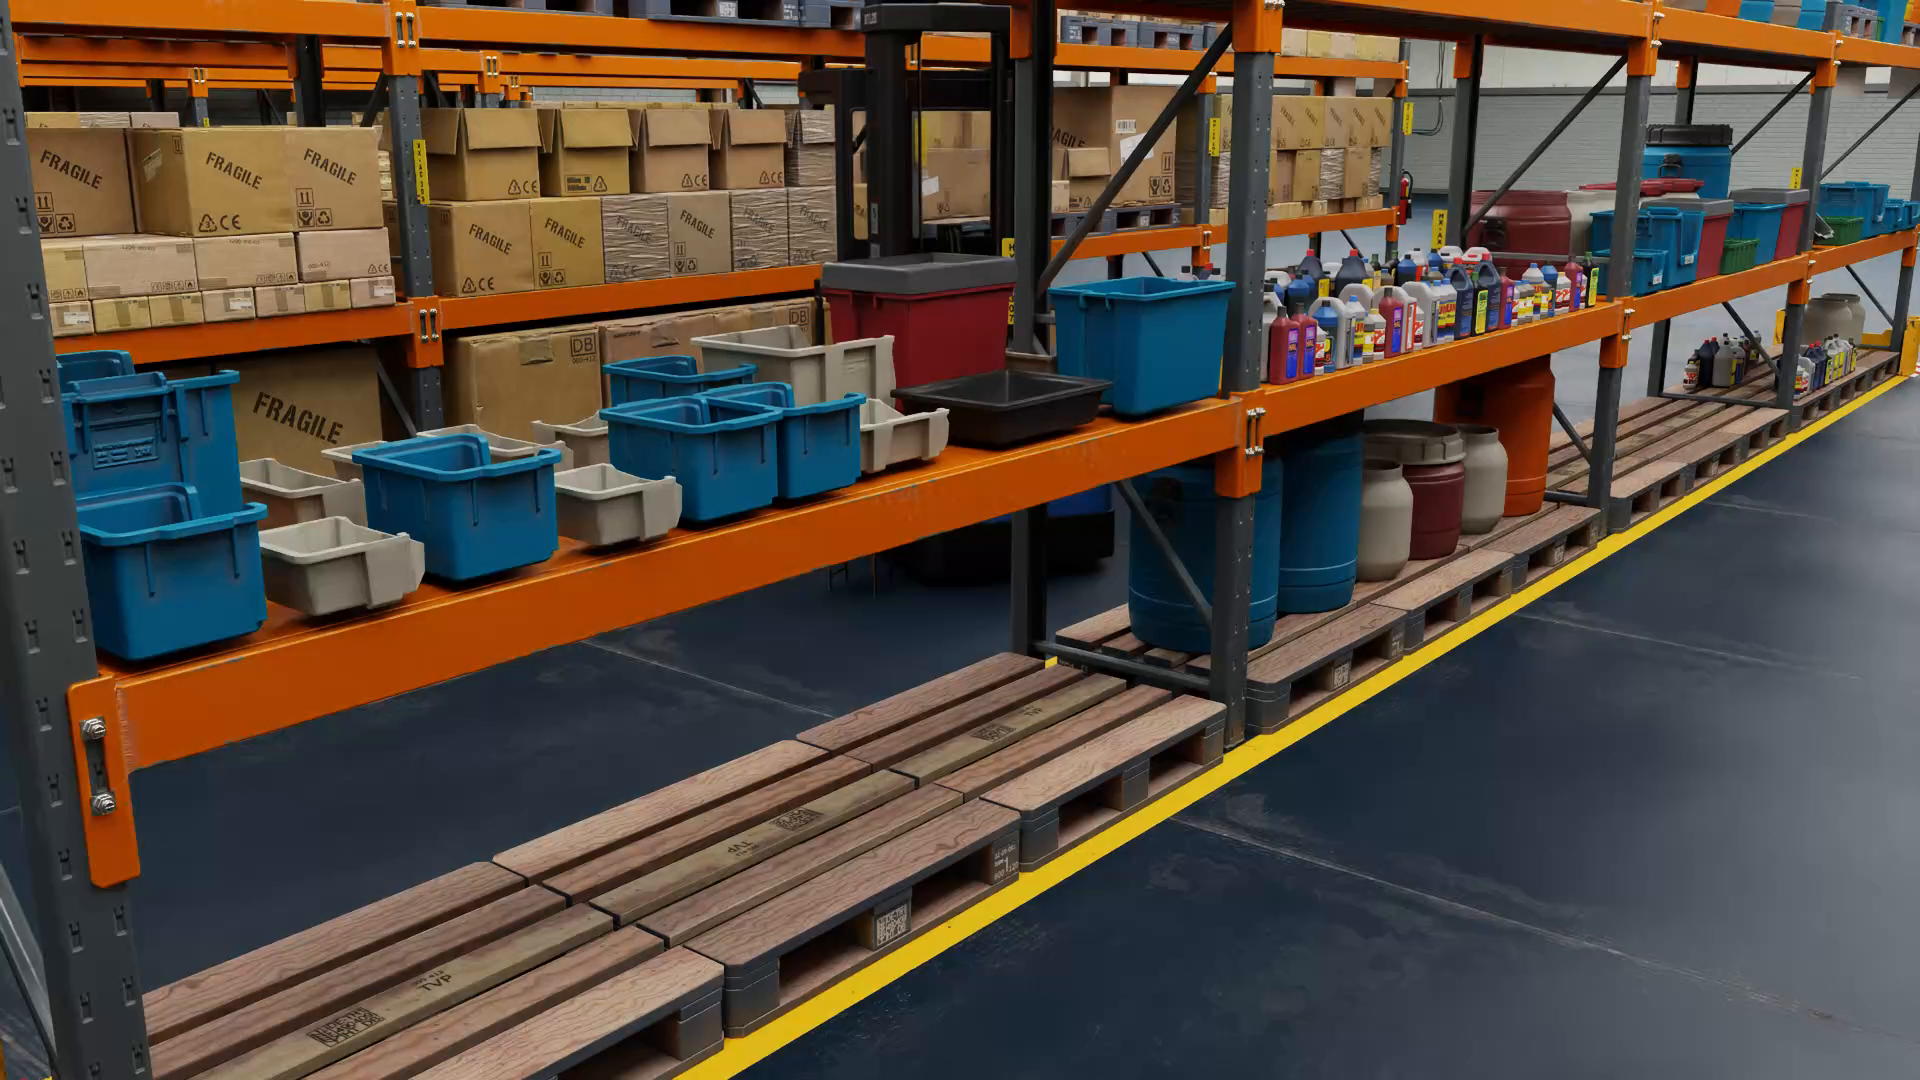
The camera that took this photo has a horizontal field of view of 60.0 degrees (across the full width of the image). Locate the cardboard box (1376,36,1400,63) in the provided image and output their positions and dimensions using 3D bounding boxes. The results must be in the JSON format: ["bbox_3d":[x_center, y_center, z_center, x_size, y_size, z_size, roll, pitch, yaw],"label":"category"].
[{"bbox_3d":[4.212,-5.082,17.250,0.500,0.250,0.500,12,18,39],"label":"cardboard box"}]

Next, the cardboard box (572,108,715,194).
[{"bbox_3d":[-2.011,-2.444,10.411,0.797,0.503,0.637,12,19,39],"label":"cardboard box"}]

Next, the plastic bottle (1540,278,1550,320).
[{"bbox_3d":[2.804,-1.175,8.060,0.097,0.201,0.097,0,14,0],"label":"plastic bottle"}]

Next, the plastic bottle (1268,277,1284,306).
[{"bbox_3d":[1.364,-1.008,7.260,0.097,0.271,0.097,0,14,0],"label":"plastic bottle"}]

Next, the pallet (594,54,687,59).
[{"bbox_3d":[-3.441,-4.796,16.202,1.003,0.211,1.213,12,19,40],"label":"pallet"}]

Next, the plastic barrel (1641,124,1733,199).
[{"bbox_3d":[5.177,-2.516,11.918,0.600,0.901,0.708,11,18,38],"label":"plastic barrel"}]

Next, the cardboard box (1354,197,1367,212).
[{"bbox_3d":[4.024,-3.521,17.401,0.380,0.149,0.250,11,18,38],"label":"cardboard box"}]

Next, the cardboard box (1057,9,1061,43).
[{"bbox_3d":[0.421,-3.931,12.716,0.500,0.250,0.500,12,18,39],"label":"cardboard box"}]

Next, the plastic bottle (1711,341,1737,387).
[{"bbox_3d":[5.948,-1.375,12.931,0.144,0.351,0.185,11,18,38],"label":"plastic bottle"}]

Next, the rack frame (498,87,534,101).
[{"bbox_3d":[-7.254,-6.134,27.176,1.000,3.000,0.127,11,18,38],"label":"rack frame"}]

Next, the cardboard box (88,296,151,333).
[{"bbox_3d":[-3.969,-1.058,7.705,0.380,0.149,0.250,11,18,37],"label":"cardboard box"}]

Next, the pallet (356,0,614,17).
[{"bbox_3d":[-2.687,-3.079,9.448,0.805,0.209,1.217,10,18,35],"label":"pallet"}]

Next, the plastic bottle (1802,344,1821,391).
[{"bbox_3d":[6.486,-1.320,12.714,0.144,0.351,0.185,12,18,39],"label":"plastic bottle"}]

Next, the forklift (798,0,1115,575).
[{"bbox_3d":[-0.237,-1.563,9.321,1.130,2.935,3.031,-6,15,-22],"label":"forklift"}]

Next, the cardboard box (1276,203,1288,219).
[{"bbox_3d":[2.939,-3.183,16.070,0.380,0.149,0.250,11,18,38],"label":"cardboard box"}]

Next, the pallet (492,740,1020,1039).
[{"bbox_3d":[-0.571,0.965,4.897,1.003,0.211,1.213,11,18,38],"label":"pallet"}]

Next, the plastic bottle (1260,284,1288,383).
[{"bbox_3d":[1.126,-0.769,6.160,0.144,0.351,0.185,11,18,38],"label":"plastic bottle"}]

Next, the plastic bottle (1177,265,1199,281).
[{"bbox_3d":[0.951,-0.971,6.954,0.144,0.351,0.185,11,18,38],"label":"plastic bottle"}]

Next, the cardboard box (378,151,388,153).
[{"bbox_3d":[-5.113,-3.347,14.657,0.380,0.149,0.250,11,18,36],"label":"cardboard box"}]

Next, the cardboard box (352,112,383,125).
[{"bbox_3d":[-7.078,-5.052,19.939,0.380,0.149,0.250,13,19,41],"label":"cardboard box"}]

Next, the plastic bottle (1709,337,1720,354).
[{"bbox_3d":[5.957,-1.434,13.164,0.144,0.351,0.185,10,17,35],"label":"plastic bottle"}]

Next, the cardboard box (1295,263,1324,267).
[{"bbox_3d":[3.912,-2.708,17.914,0.500,0.500,0.500,-12,18,-39],"label":"cardboard box"}]

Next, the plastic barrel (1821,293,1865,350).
[{"bbox_3d":[7.815,-1.926,14.813,0.421,0.512,0.421,0,14,0],"label":"plastic barrel"}]

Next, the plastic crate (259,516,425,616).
[{"bbox_3d":[-1.209,0.051,3.242,0.250,0.136,0.298,11,18,38],"label":"plastic crate"}]

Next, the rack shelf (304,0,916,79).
[{"bbox_3d":[-1.968,-3.023,10.299,1.077,0.370,4.000,11,18,38],"label":"rack shelf"}]

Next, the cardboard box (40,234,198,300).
[{"bbox_3d":[-3.942,-1.284,7.785,0.500,0.250,0.500,12,18,39],"label":"cardboard box"}]

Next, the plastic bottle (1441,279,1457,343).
[{"bbox_3d":[2.098,-0.994,7.205,0.097,0.271,0.097,0,14,0],"label":"plastic bottle"}]

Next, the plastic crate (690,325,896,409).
[{"bbox_3d":[-0.475,-0.476,5.024,0.437,0.282,0.530,11,18,38],"label":"plastic crate"}]

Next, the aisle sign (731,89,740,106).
[{"bbox_3d":[-3.126,-6.593,23.705,0.394,0.787,0.004,11,18,38],"label":"aisle sign"}]

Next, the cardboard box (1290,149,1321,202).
[{"bbox_3d":[3.058,-3.627,16.501,0.875,0.500,0.500,11,18,38],"label":"cardboard box"}]

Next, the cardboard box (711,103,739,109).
[{"bbox_3d":[-3.542,-5.912,23.465,0.700,0.500,0.500,11,18,36],"label":"cardboard box"}]

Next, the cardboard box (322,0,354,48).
[{"bbox_3d":[-5.288,-4.248,13.459,0.500,0.500,0.500,11,18,38],"label":"cardboard box"}]

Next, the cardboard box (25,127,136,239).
[{"bbox_3d":[-4.364,-1.724,7.995,0.500,0.500,0.500,11,18,36],"label":"cardboard box"}]

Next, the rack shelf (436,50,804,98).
[{"bbox_3d":[-3.248,-4.576,16.412,1.077,0.370,4.000,11,18,38],"label":"rack shelf"}]

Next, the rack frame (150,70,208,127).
[{"bbox_3d":[-8.419,-3.834,18.125,1.000,3.000,0.127,11,18,38],"label":"rack frame"}]

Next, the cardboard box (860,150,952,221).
[{"bbox_3d":[-0.403,-2.662,12.455,0.500,0.500,0.500,9,17,31],"label":"cardboard box"}]

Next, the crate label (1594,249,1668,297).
[{"bbox_3d":[3.698,-1.476,9.181,0.303,0.233,0.416,11,18,38],"label":"crate label"}]

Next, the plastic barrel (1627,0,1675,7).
[{"bbox_3d":[3.575,-3.054,8.735,0.421,0.512,0.421,0,14,0],"label":"plastic barrel"}]

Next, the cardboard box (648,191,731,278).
[{"bbox_3d":[-1.791,-1.925,10.404,0.500,0.500,0.500,12,18,39],"label":"cardboard box"}]

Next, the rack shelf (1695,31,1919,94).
[{"bbox_3d":[6.913,-3.789,13.313,1.077,0.370,4.000,11,18,38],"label":"rack shelf"}]

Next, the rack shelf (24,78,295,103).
[{"bbox_3d":[-11.025,-6.090,22.372,1.077,0.370,4.000,11,18,38],"label":"rack shelf"}]

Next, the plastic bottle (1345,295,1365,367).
[{"bbox_3d":[1.539,-0.824,6.535,0.097,0.271,0.097,0,14,0],"label":"plastic bottle"}]

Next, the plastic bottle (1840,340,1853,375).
[{"bbox_3d":[7.177,-1.496,13.558,0.152,0.276,0.135,11,18,38],"label":"plastic bottle"}]

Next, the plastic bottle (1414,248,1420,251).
[{"bbox_3d":[2.376,-1.389,8.736,0.061,0.283,0.133,11,18,38],"label":"plastic bottle"}]

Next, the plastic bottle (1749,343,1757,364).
[{"bbox_3d":[6.723,-1.605,14.137,0.097,0.201,0.097,0,14,0],"label":"plastic bottle"}]

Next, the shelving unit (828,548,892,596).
[{"bbox_3d":[-0.489,-0.271,8.056,0.252,1.050,0.215,6,15,21],"label":"shelving unit"}]

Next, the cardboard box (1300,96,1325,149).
[{"bbox_3d":[3.217,-4.080,16.254,0.500,0.500,0.500,11,18,38],"label":"cardboard box"}]

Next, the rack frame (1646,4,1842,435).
[{"bbox_3d":[5.656,-2.300,12.086,1.000,3.000,0.127,11,18,38],"label":"rack frame"}]

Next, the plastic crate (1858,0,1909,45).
[{"bbox_3d":[7.205,-4.101,13.113,0.392,0.384,0.575,11,18,38],"label":"plastic crate"}]

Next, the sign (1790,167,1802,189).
[{"bbox_3d":[7.744,-3.287,15.406,0.100,0.325,0.005,11,18,38],"label":"sign"}]

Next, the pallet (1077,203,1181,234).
[{"bbox_3d":[1.210,-2.850,14.639,1.003,0.211,1.213,11,18,38],"label":"pallet"}]
